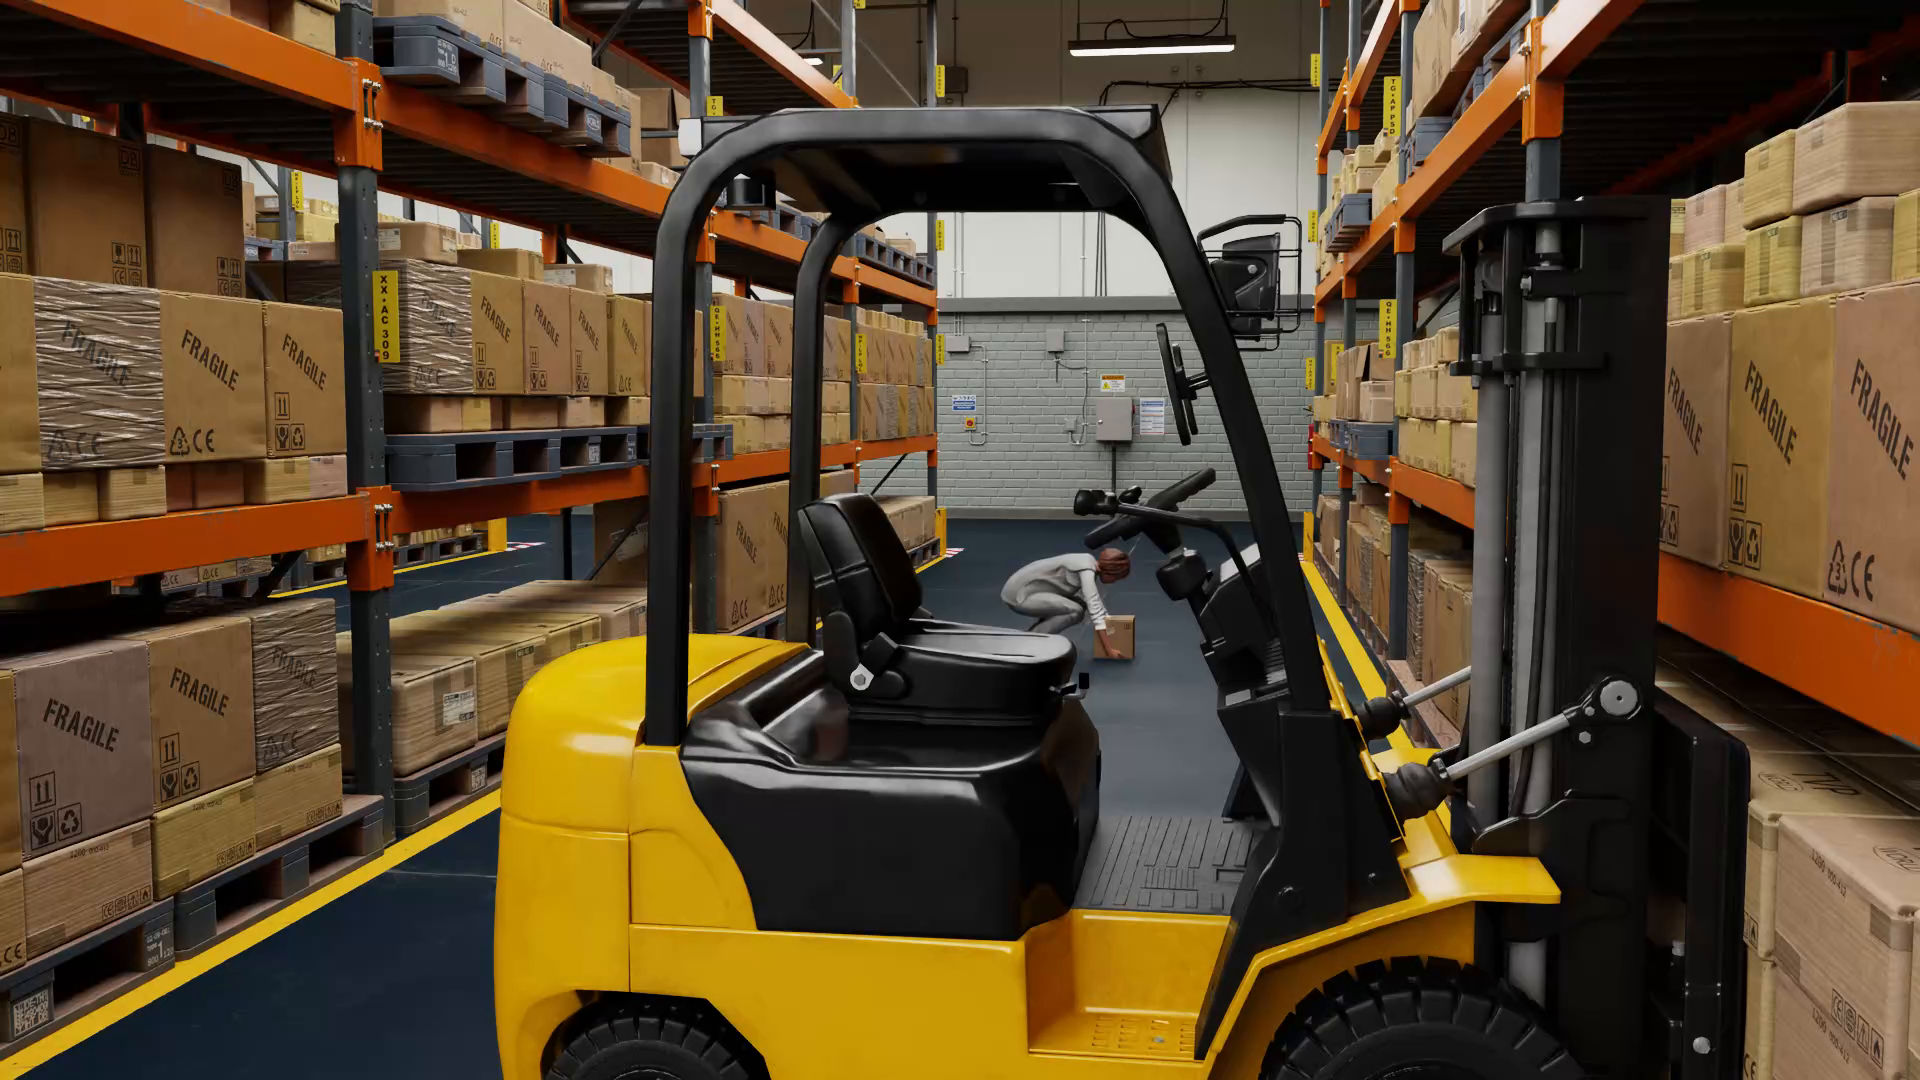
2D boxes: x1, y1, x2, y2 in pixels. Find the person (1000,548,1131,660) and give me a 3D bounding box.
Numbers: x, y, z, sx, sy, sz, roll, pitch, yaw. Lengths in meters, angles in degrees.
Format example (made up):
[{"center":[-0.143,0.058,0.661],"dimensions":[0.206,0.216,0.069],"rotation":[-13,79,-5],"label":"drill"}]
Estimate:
[{"center":[0.681,0.431,10.766],"dimensions":[0.839,0.762,0.431],"rotation":[1,5,8],"label":"person"}]
